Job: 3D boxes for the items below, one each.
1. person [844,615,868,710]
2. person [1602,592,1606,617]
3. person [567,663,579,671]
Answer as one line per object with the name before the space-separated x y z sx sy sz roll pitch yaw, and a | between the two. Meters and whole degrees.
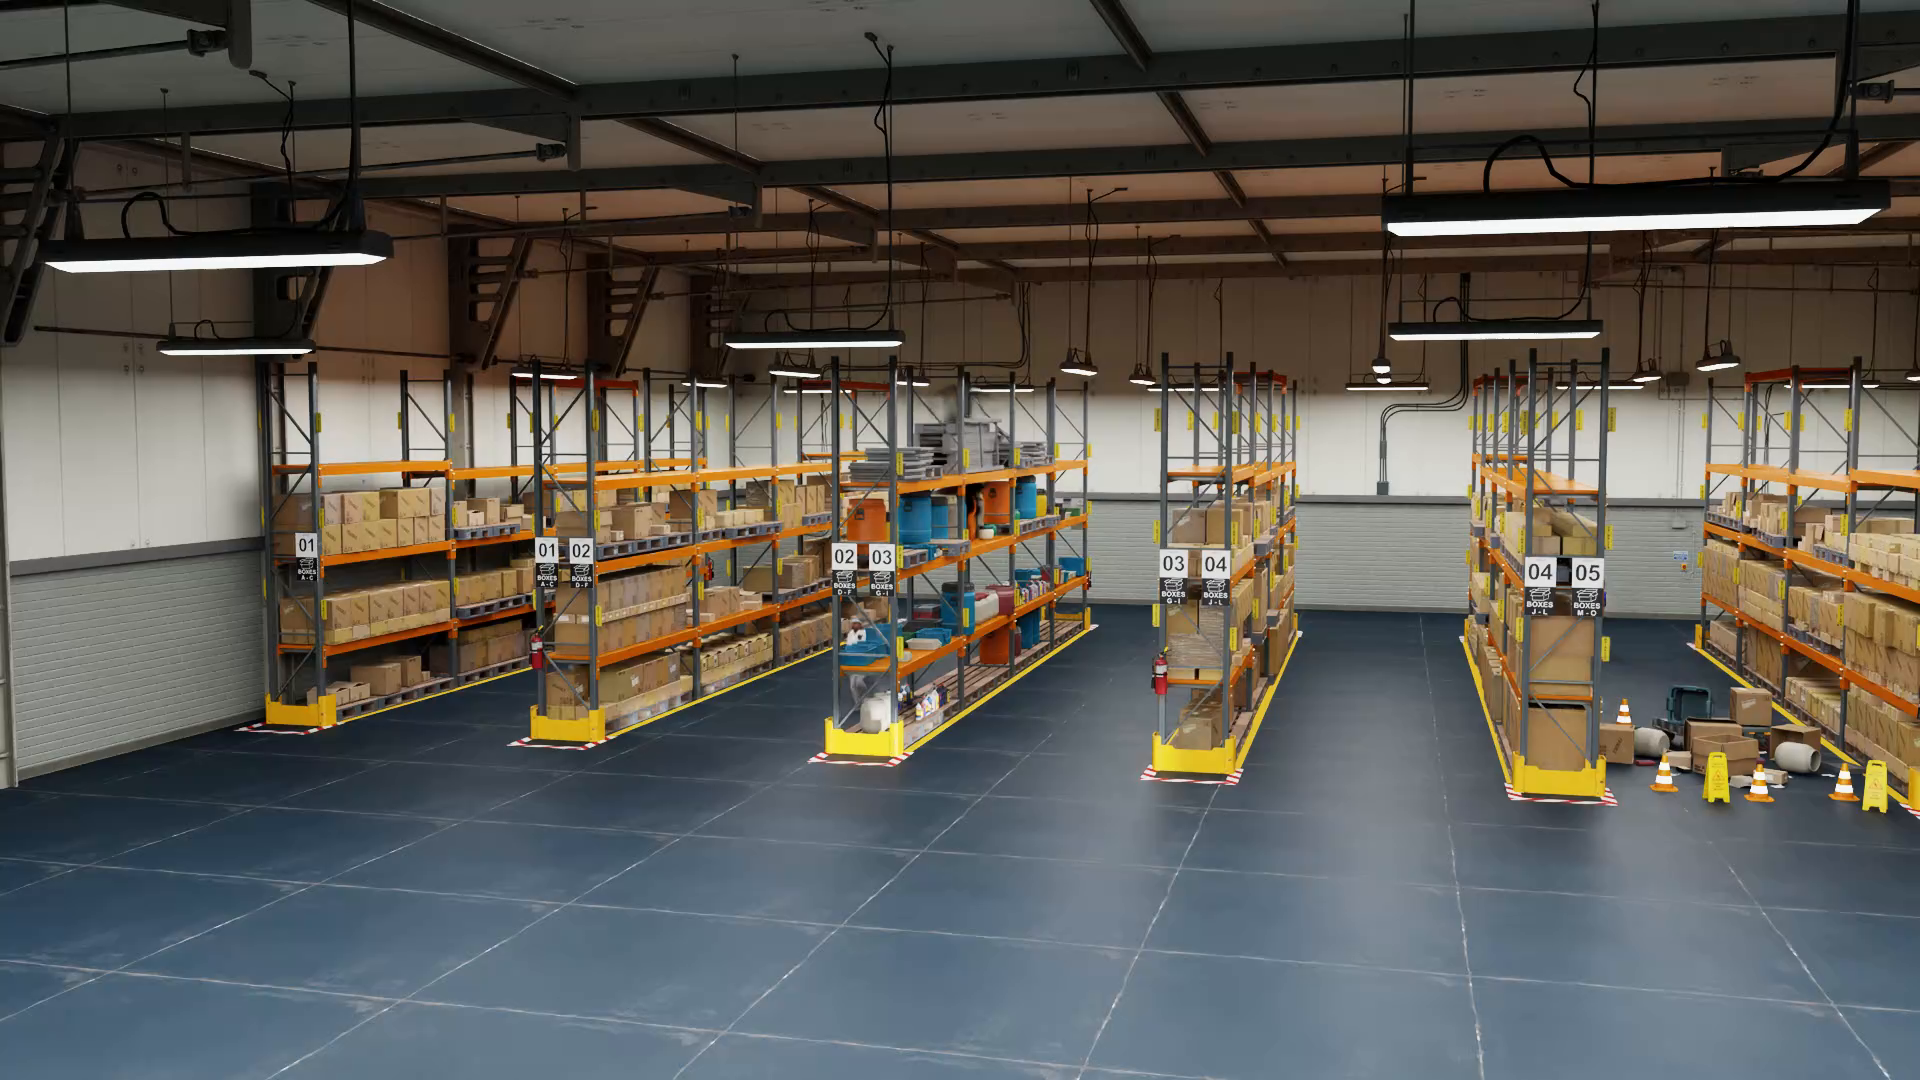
person | -1.787 2.141 29.047 0.580 1.664 0.495 2 4 24
person | 13.831 1.623 36.417 0.562 1.623 0.579 -1 4 -9
person | -6.989 2.012 30.389 0.720 1.787 0.917 0 4 2
